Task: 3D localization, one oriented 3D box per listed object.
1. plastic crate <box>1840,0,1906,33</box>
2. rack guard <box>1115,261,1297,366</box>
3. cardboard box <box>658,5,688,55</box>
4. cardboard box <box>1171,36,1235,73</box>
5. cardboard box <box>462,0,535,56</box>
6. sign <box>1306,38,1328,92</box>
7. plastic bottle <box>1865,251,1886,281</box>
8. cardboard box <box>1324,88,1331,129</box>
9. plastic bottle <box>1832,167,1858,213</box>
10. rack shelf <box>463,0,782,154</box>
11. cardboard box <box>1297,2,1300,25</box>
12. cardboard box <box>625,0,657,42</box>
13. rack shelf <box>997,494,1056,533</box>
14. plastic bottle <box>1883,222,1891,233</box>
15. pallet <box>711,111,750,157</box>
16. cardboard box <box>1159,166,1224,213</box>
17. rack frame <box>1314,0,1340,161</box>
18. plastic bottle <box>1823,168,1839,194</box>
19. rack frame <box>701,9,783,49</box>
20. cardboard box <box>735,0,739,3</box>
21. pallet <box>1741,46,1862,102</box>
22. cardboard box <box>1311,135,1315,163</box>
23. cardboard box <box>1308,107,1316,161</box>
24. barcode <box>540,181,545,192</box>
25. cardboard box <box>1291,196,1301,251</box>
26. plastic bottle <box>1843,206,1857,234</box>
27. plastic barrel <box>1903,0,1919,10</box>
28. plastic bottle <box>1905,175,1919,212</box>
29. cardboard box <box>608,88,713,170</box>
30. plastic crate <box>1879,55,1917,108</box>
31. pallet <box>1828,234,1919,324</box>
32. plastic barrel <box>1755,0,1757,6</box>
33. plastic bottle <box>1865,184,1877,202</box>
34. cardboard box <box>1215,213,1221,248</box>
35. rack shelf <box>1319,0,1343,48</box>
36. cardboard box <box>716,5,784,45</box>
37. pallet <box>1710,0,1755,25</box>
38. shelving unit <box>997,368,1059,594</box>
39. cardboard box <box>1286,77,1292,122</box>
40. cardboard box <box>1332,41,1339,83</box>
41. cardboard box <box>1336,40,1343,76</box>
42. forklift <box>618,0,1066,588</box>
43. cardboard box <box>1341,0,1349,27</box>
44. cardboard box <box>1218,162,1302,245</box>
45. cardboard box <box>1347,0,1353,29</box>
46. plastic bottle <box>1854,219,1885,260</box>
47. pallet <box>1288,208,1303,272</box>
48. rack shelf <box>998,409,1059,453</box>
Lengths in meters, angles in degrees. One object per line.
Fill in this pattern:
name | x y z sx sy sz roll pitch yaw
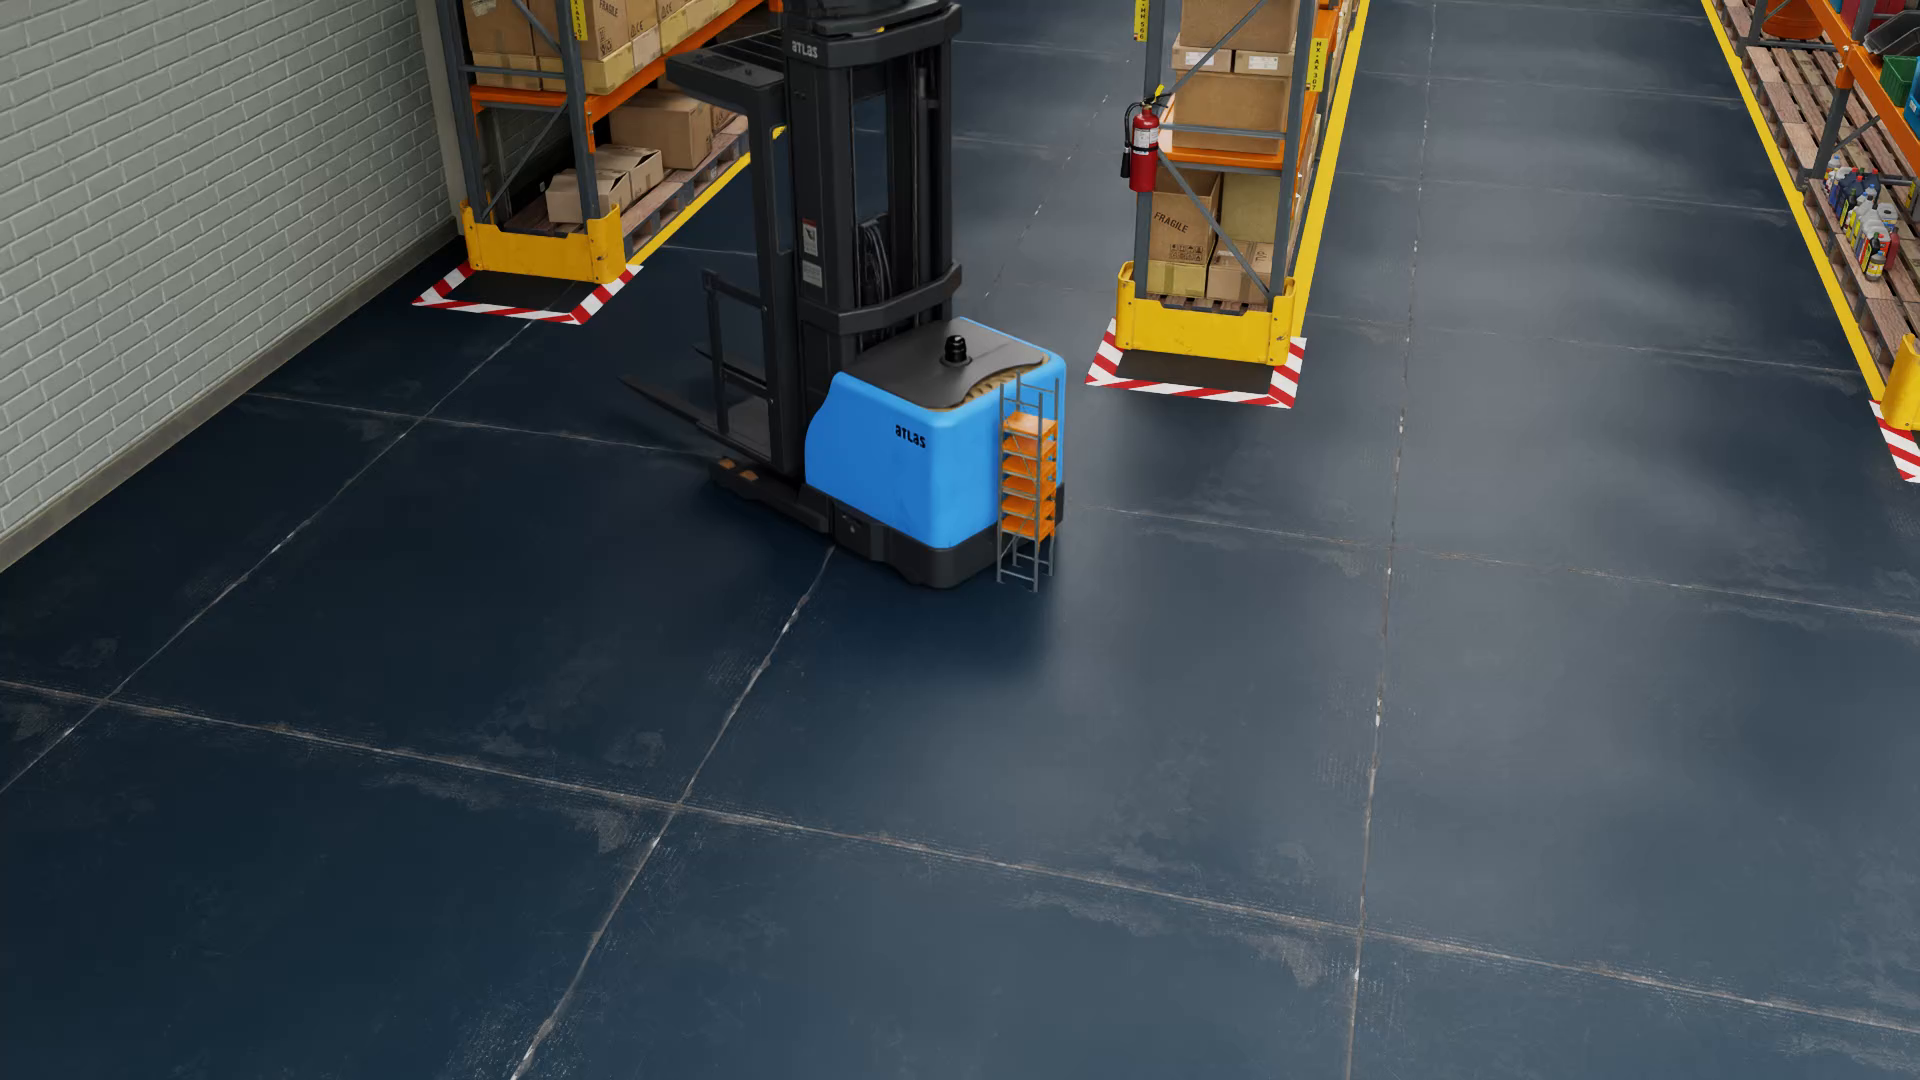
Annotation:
plastic crate | 7.296 -4.327 13.271 0.402 0.464 0.583 8 33 12
rack guard | 1.658 -1.540 11.277 1.175 0.500 0.348 8 33 12
cardboard box | -2.444 -3.970 12.890 0.500 0.250 0.500 8 33 12
cardboard box | 1.577 -3.148 10.778 0.380 0.149 0.250 7 33 12
cardboard box | -3.214 -3.815 11.947 0.500 0.500 0.500 8 33 12
sign | 2.200 -2.928 10.248 0.100 0.325 0.005 8 33 12
plastic bottle | 6.497 -1.949 11.788 0.097 0.201 0.097 0 32 0
cardboard box | 3.021 -3.876 14.792 0.500 0.250 0.500 7 33 11
plastic bottle | 6.863 -2.712 12.850 0.144 0.351 0.185 9 34 14
rack shelf | -2.621 -4.014 13.509 1.077 0.370 4.000 8 33 12
cardboard box | 1.937 -3.739 11.103 0.700 0.500 0.500 7 33 11
cardboard box | -2.581 -4.004 12.244 0.500 0.500 0.500 8 33 13
rack shelf | 0.350 -0.153 8.748 0.258 0.103 0.180 17 36 24
plastic bottle | 6.788 -2.241 12.247 0.097 0.201 0.097 0 32 0
pallet | -2.249 -3.826 15.141 1.003 0.211 1.213 8 33 12
cardboard box | 1.752 -2.781 12.370 0.500 0.500 0.500 8 33 12
rack frame | 2.679 -4.683 13.891 1.000 3.000 0.127 8 33 12
plastic bottle | 6.939 -2.853 13.210 0.097 0.201 0.097 0 32 0
rack frame | -2.113 -5.356 14.949 1.000 3.000 0.127 8 33 12
cardboard box | -2.075 -4.756 14.127 0.500 0.250 0.500 8 33 13
pallet | 8.251 -4.509 16.216 1.003 0.211 1.213 8 33 12
cardboard box | 2.637 -3.172 13.684 0.500 0.250 0.500 8 33 12
cardboard box | 2.512 -3.228 13.075 0.500 0.500 0.500 8 33 12
barcode | -3.248 -2.746 12.930 0.001 0.075 0.075 8 33 12
cardboard box | 2.266 -2.392 12.458 0.500 0.250 0.500 8 33 12
plastic bottle | 6.721 -2.408 12.509 0.097 0.201 0.097 0 32 0
plastic barrel | 7.924 -4.531 13.524 0.433 0.535 0.433 0 32 0
plastic bottle | 7.445 -2.721 12.863 0.144 0.351 0.185 8 33 12
cardboard box | -2.486 -3.427 13.835 0.700 0.500 0.500 6 33 9
plastic crate | 6.852 -3.252 11.836 0.450 0.188 0.662 8 33 12
pallet | 6.951 -1.852 12.037 1.003 0.211 1.213 8 33 12
plastic barrel | 8.649 -5.771 17.530 0.421 0.512 0.421 0 32 0
plastic bottle | 6.943 -2.587 12.727 0.097 0.271 0.097 0 32 0
cardboard box | 1.630 -2.204 12.162 0.500 0.250 0.500 8 33 12
rack shelf | 3.187 -5.418 15.716 1.077 0.370 4.000 8 33 12
cardboard box | -1.942 -4.871 16.106 0.700 0.500 0.500 9 34 14
pallet | 8.956 -5.952 18.485 1.003 0.211 1.213 8 33 12
shelving unit | 0.350 -0.292 8.660 0.258 1.200 0.189 17 36 24
cardboard box | 1.924 -3.163 11.407 0.700 0.500 0.500 9 34 14
cardboard box | 3.157 -4.376 15.057 0.500 0.311 0.500 8 33 12
cardboard box | 3.411 -4.674 16.047 0.500 0.250 0.500 9 33 13
forklift | -0.837 -1.658 9.195 3.031 2.935 1.130 27 41 35
cardboard box | 3.543 -5.175 16.313 0.500 0.311 0.500 8 33 12
cardboard box | 2.141 -2.449 11.848 0.500 0.500 0.500 8 33 12
cardboard box | 3.797 -5.470 17.299 0.500 0.250 0.500 9 33 14
plastic bottle | 6.622 -2.179 12.081 0.152 0.276 0.135 7 33 11
pallet | 2.129 -2.465 13.000 1.003 0.211 1.213 8 33 12
rack shelf | 0.350 -0.558 8.491 0.258 0.103 0.180 17 36 24
